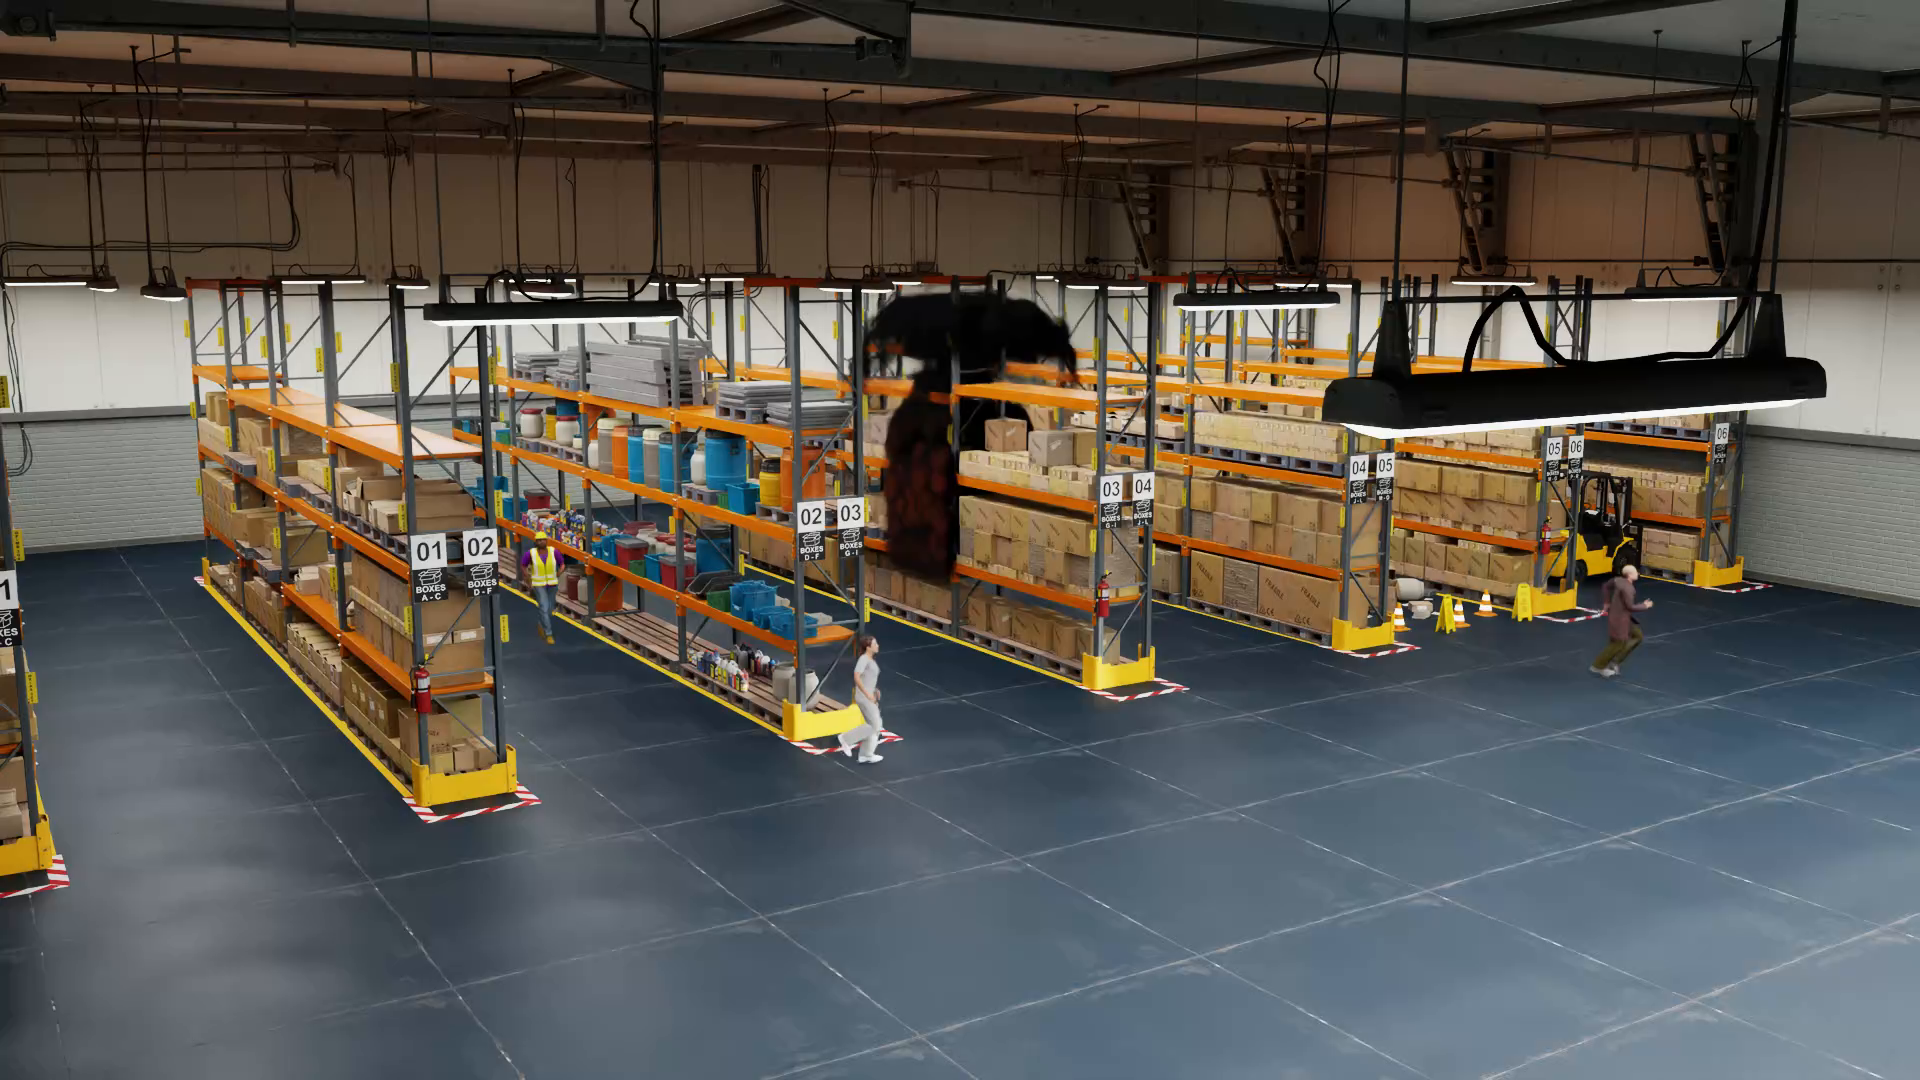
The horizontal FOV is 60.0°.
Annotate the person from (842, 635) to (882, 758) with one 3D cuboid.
[{"bbox_3d":[-1.234,1.980,21.129,0.498,1.575,0.592,1,10,5],"label":"person"}]

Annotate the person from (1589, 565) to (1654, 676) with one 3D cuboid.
[{"bbox_3d":[10.107,1.228,25.378,0.840,1.732,0.753,2,10,12],"label":"person"}]

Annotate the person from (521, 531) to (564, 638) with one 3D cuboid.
[{"bbox_3d":[-6.671,0.692,26.663,0.663,1.706,0.609,-5,11,-29],"label":"person"}]
